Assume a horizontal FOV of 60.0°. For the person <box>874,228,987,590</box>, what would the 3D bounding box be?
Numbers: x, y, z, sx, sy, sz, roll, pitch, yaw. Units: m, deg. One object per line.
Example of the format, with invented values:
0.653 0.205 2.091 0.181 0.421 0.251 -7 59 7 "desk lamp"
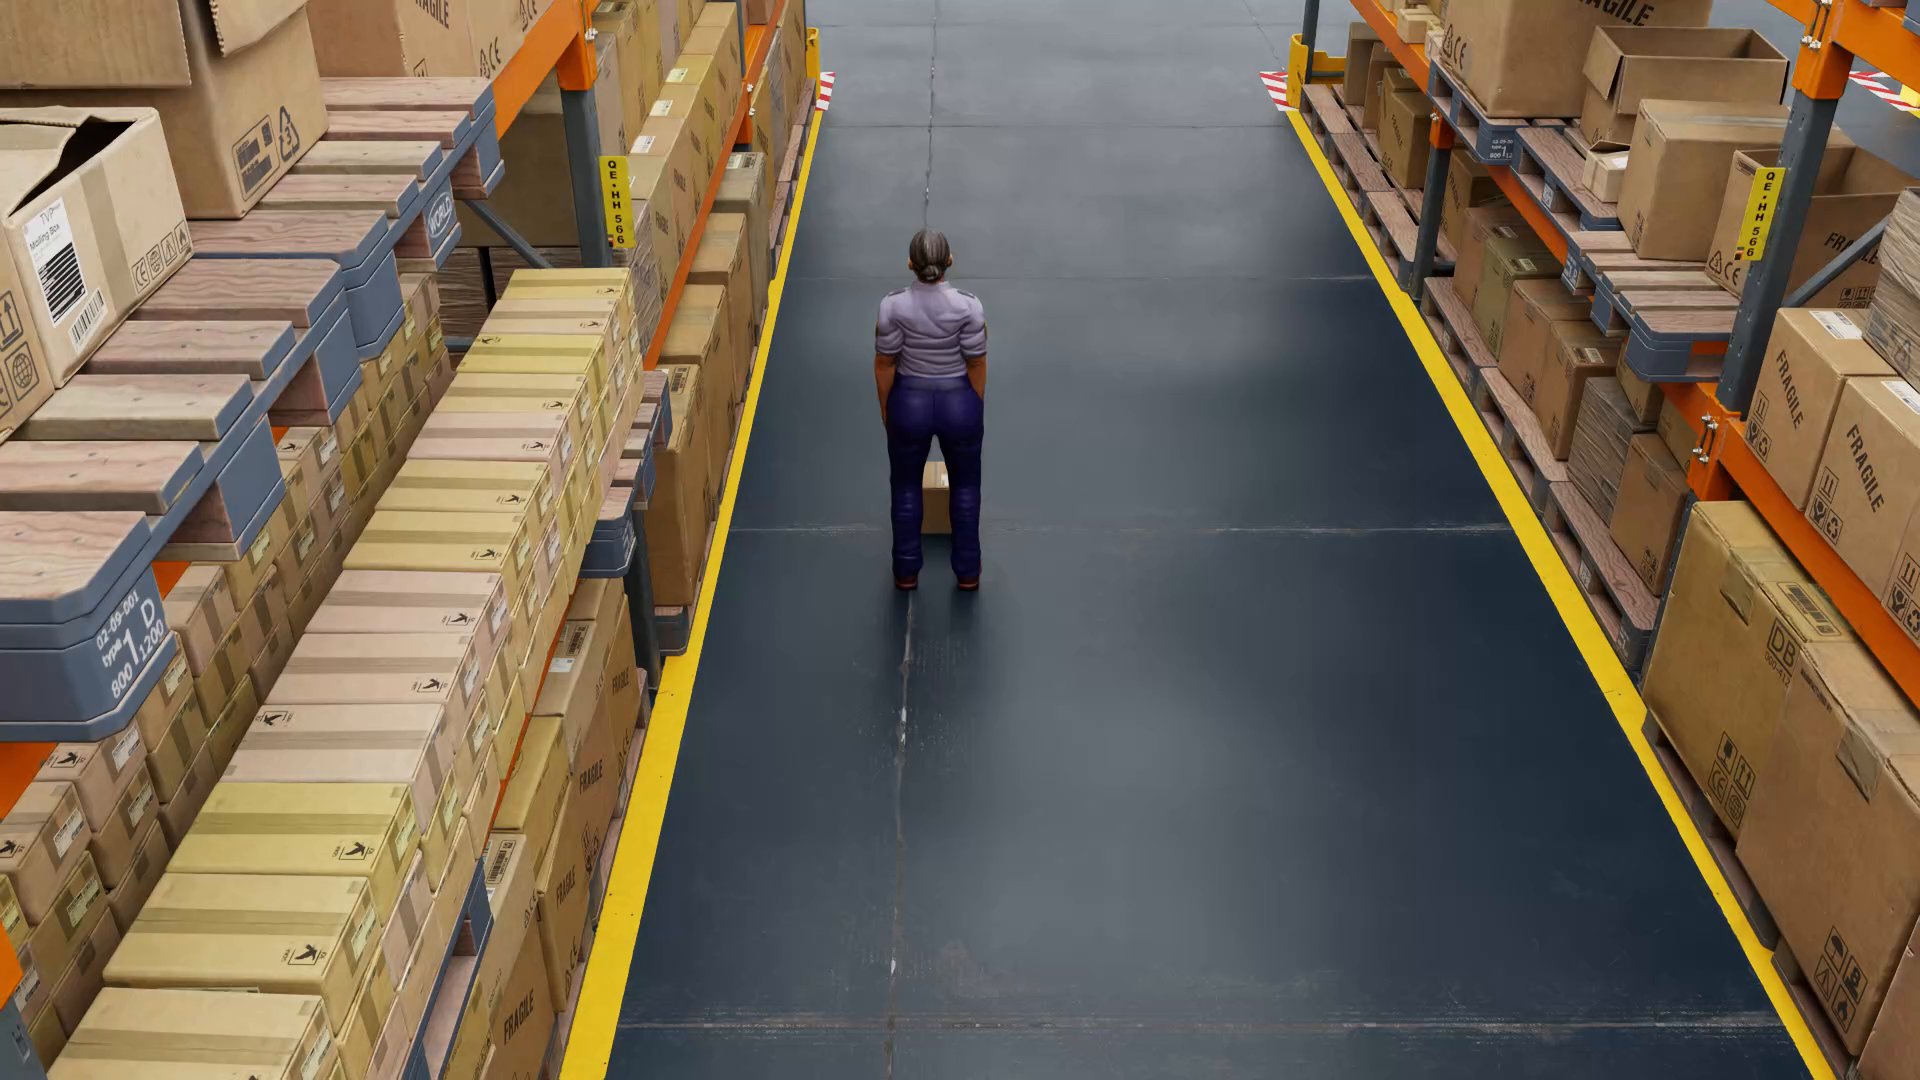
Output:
-0.121 -0.543 7.033 0.468 1.645 0.342 0 32 1 "person"
